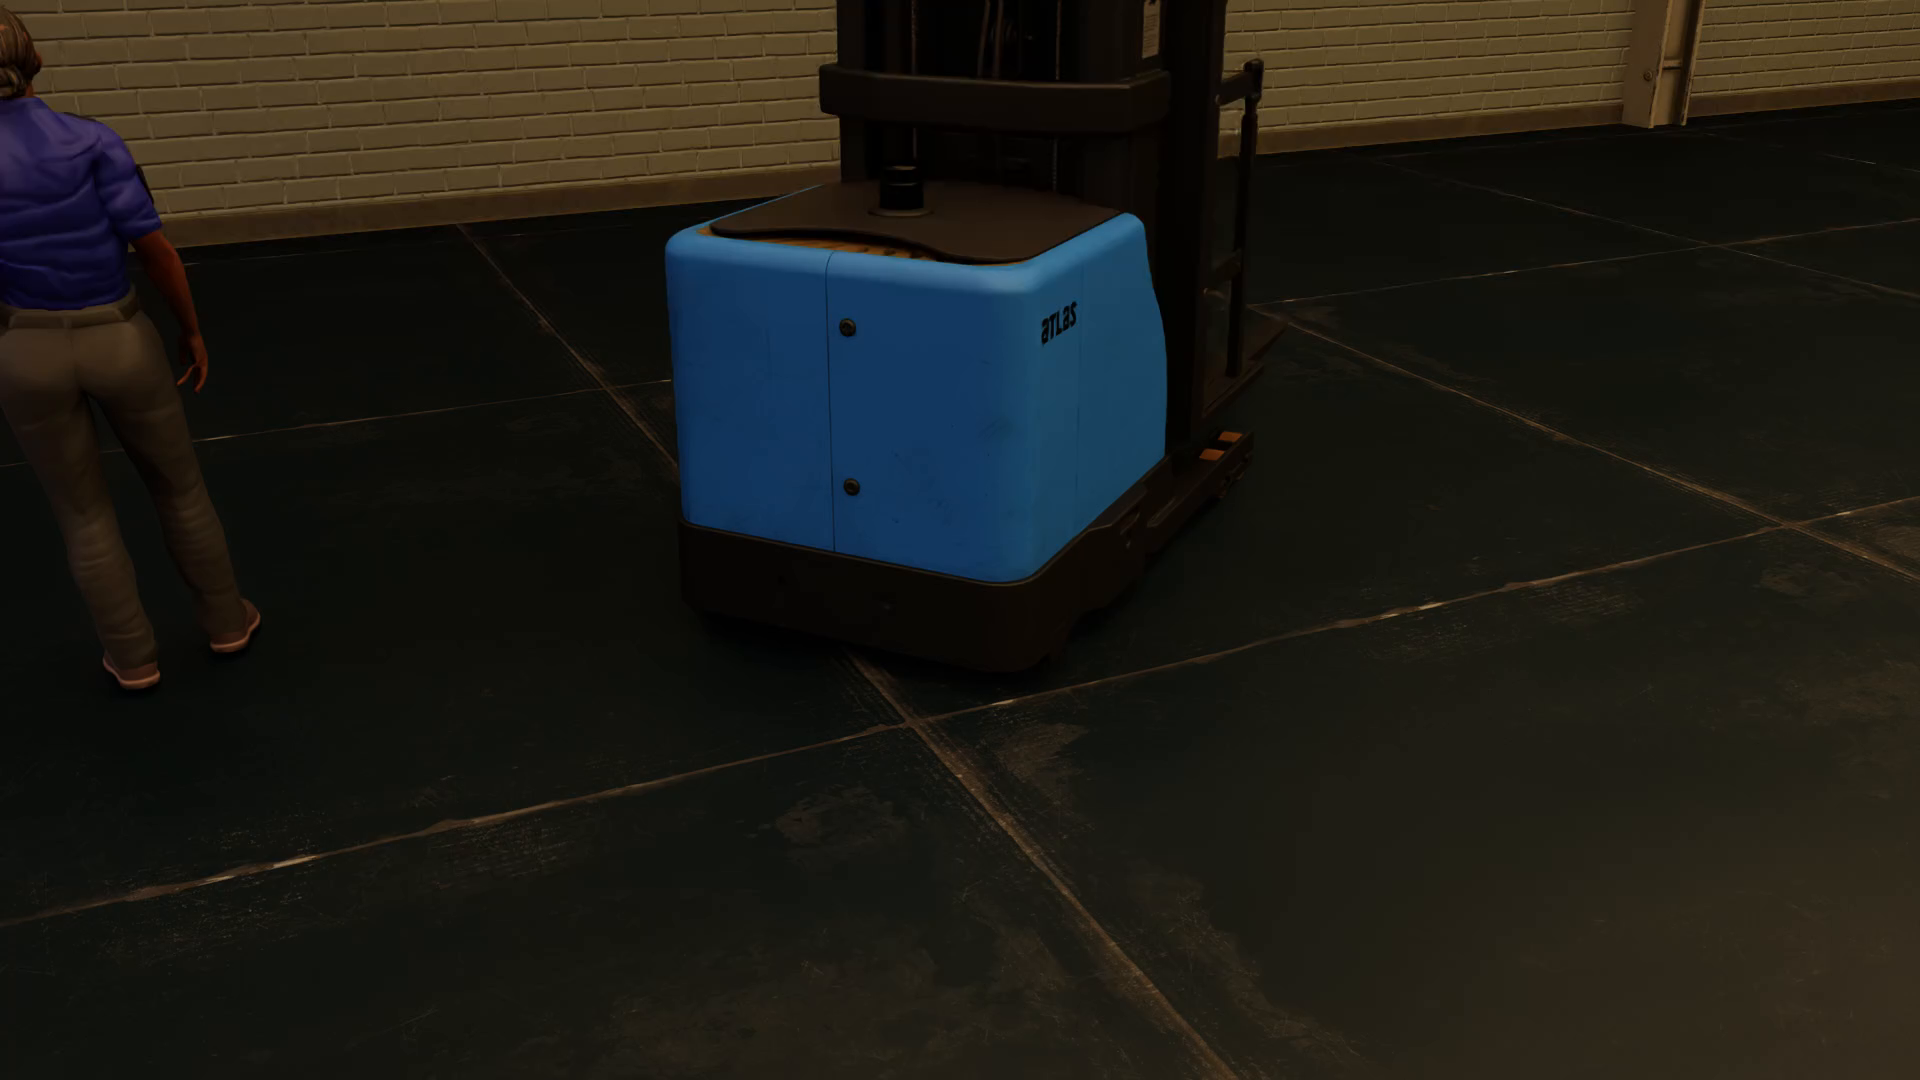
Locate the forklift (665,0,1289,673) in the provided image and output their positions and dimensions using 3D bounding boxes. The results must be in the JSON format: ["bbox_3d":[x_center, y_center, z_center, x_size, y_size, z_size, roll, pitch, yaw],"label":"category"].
[{"bbox_3d":[0.340,-1.553,5.024,1.130,2.935,3.031,11,25,24],"label":"forklift"}]

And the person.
[{"bbox_3d":[-2.097,-0.437,3.986,0.563,1.656,0.505,-10,25,-23],"label":"person"}]
